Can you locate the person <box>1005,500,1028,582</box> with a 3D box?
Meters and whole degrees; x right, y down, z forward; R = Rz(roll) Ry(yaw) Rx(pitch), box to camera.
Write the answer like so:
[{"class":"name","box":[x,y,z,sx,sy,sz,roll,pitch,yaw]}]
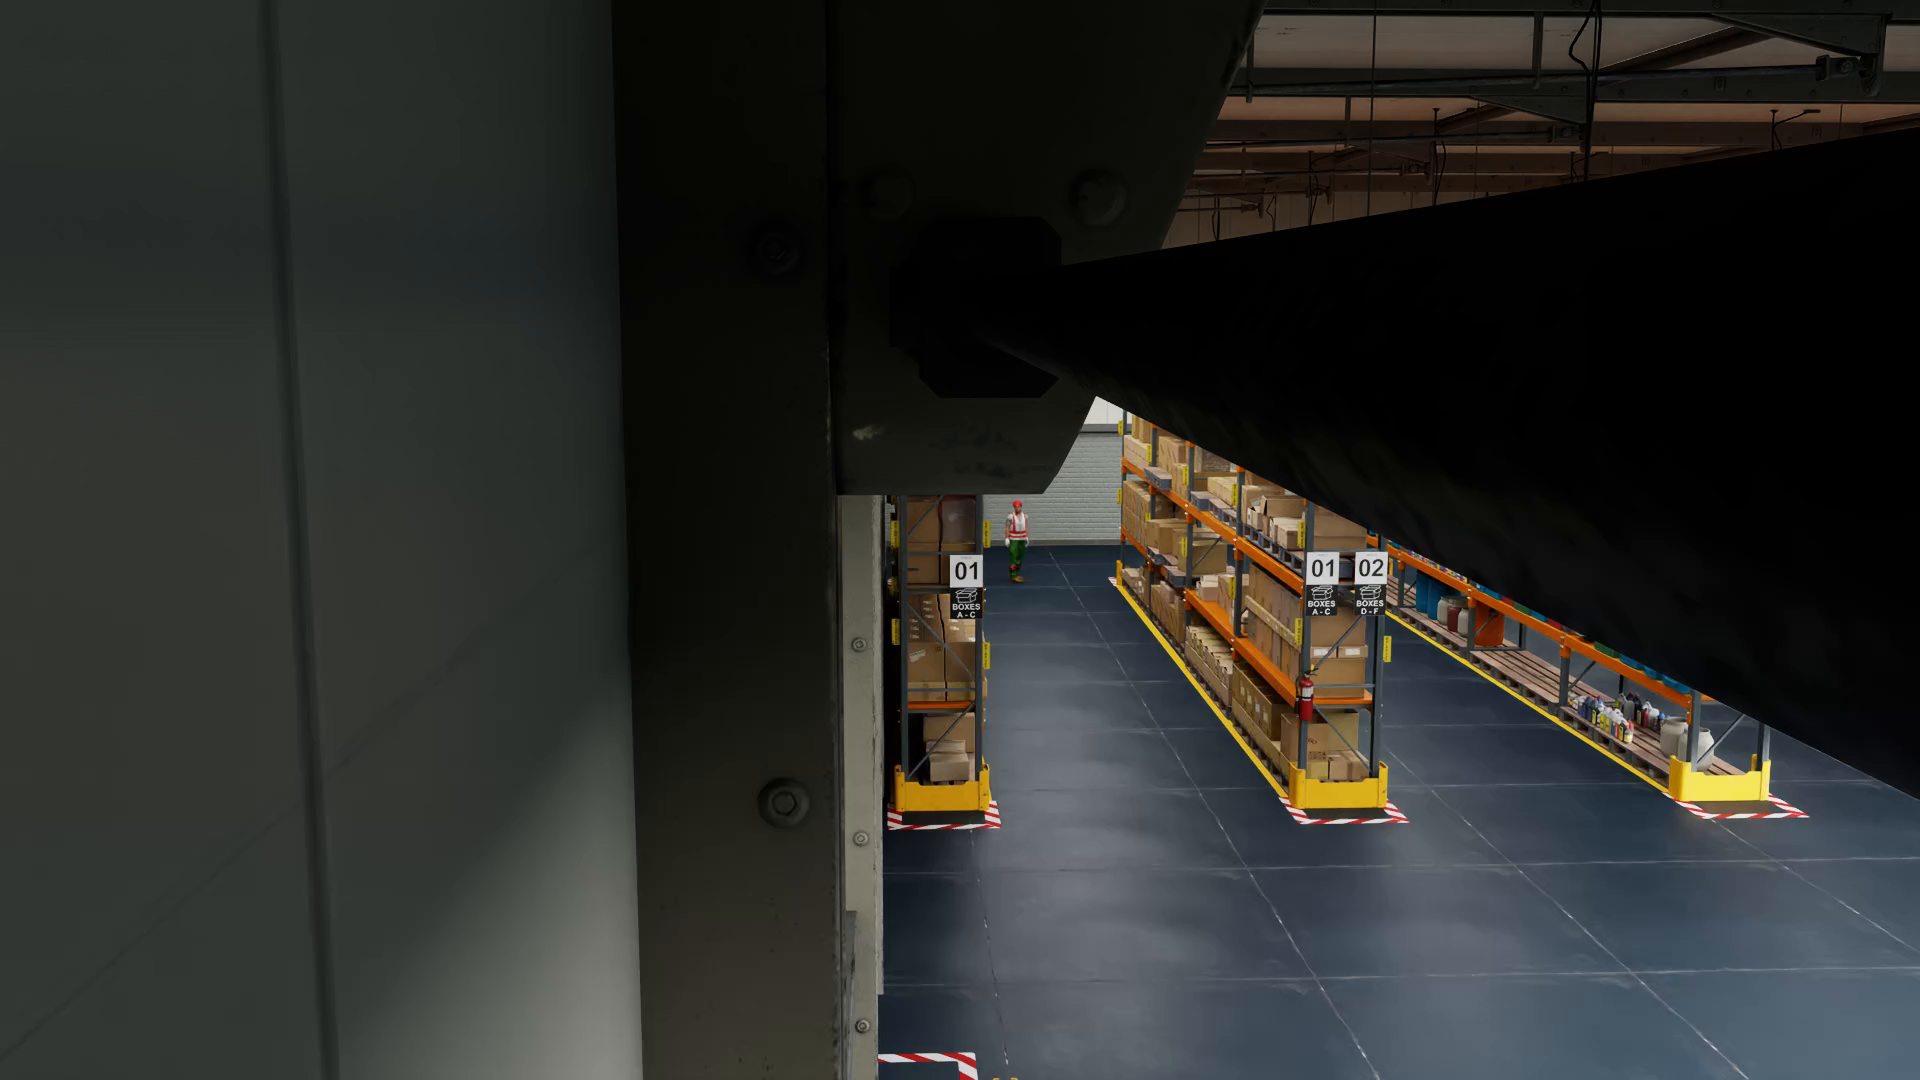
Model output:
[{"class":"person","box":[1.318,0.021,36.875,0.578,1.802,0.570,-5,10,-32]}]
